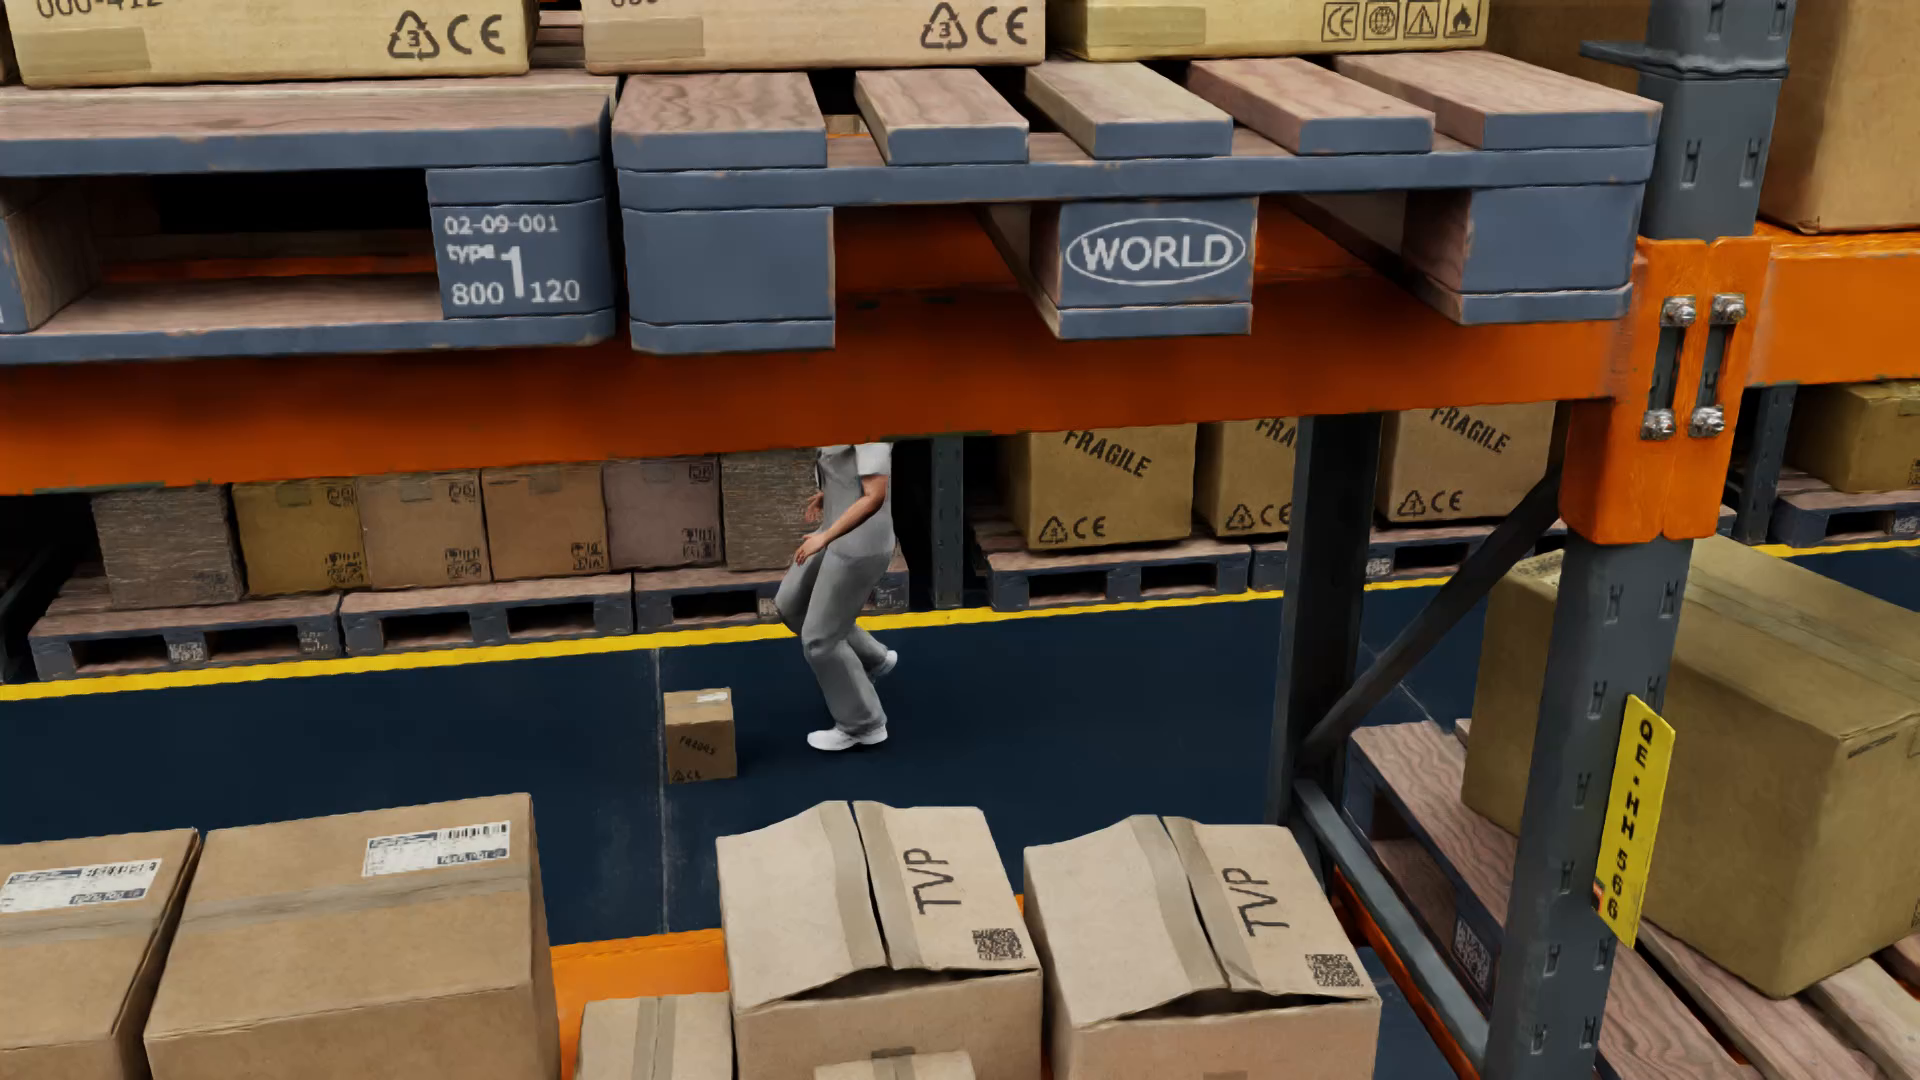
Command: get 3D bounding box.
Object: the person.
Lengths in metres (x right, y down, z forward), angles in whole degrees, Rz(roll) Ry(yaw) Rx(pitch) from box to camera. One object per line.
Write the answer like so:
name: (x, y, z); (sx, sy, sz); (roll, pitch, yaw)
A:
person: (-0.436, 0.015, 6.097); (0.473, 1.625, 0.624); (-5, 24, -12)
